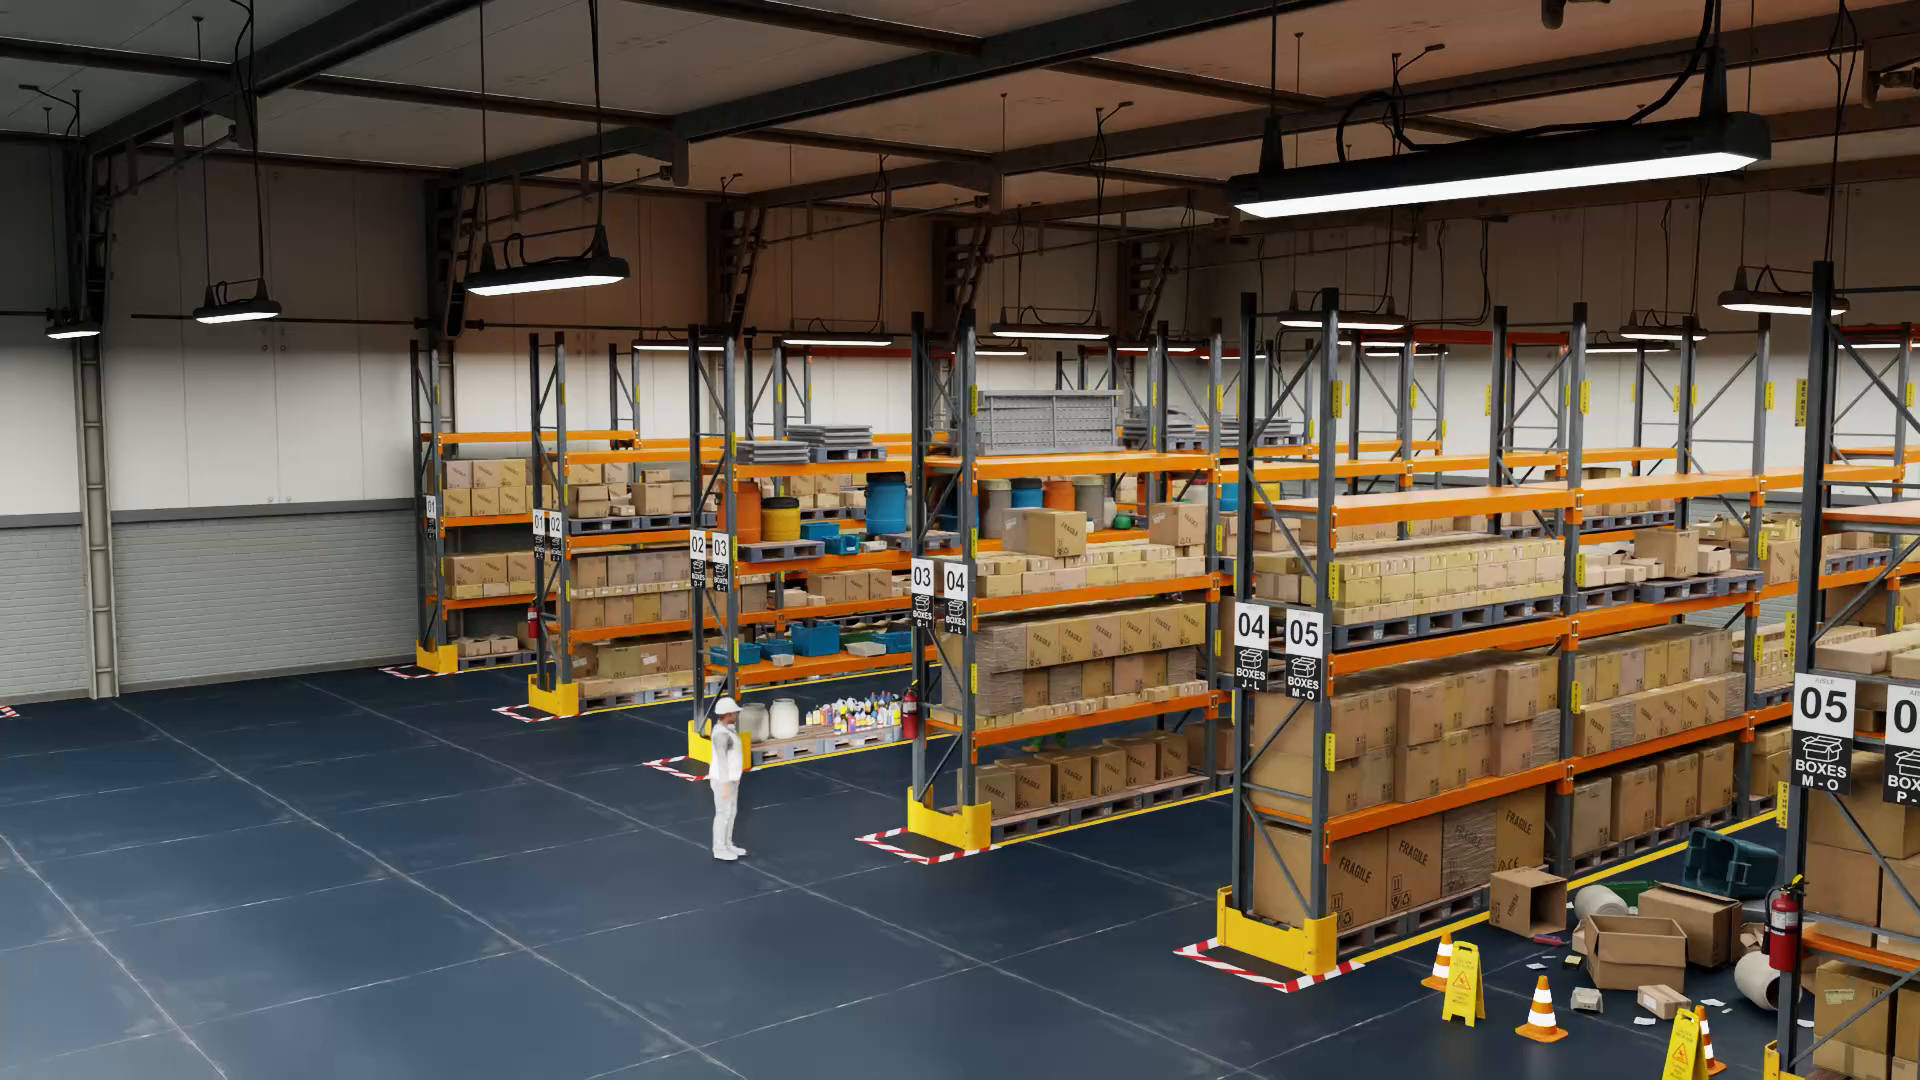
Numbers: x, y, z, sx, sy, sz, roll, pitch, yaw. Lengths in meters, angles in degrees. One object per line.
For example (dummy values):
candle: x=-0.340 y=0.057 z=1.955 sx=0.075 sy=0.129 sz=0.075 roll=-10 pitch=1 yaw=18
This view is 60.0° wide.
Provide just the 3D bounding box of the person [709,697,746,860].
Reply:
person: x=-2.549 y=2.596 z=18.153 sx=0.375 sy=1.782 sz=0.545 roll=0 pitch=5 yaw=0

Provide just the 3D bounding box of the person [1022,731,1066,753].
person: x=1.209 y=2.098 z=23.475 sx=0.606 sy=1.770 sz=0.575 roll=2 pitch=6 yaw=23
